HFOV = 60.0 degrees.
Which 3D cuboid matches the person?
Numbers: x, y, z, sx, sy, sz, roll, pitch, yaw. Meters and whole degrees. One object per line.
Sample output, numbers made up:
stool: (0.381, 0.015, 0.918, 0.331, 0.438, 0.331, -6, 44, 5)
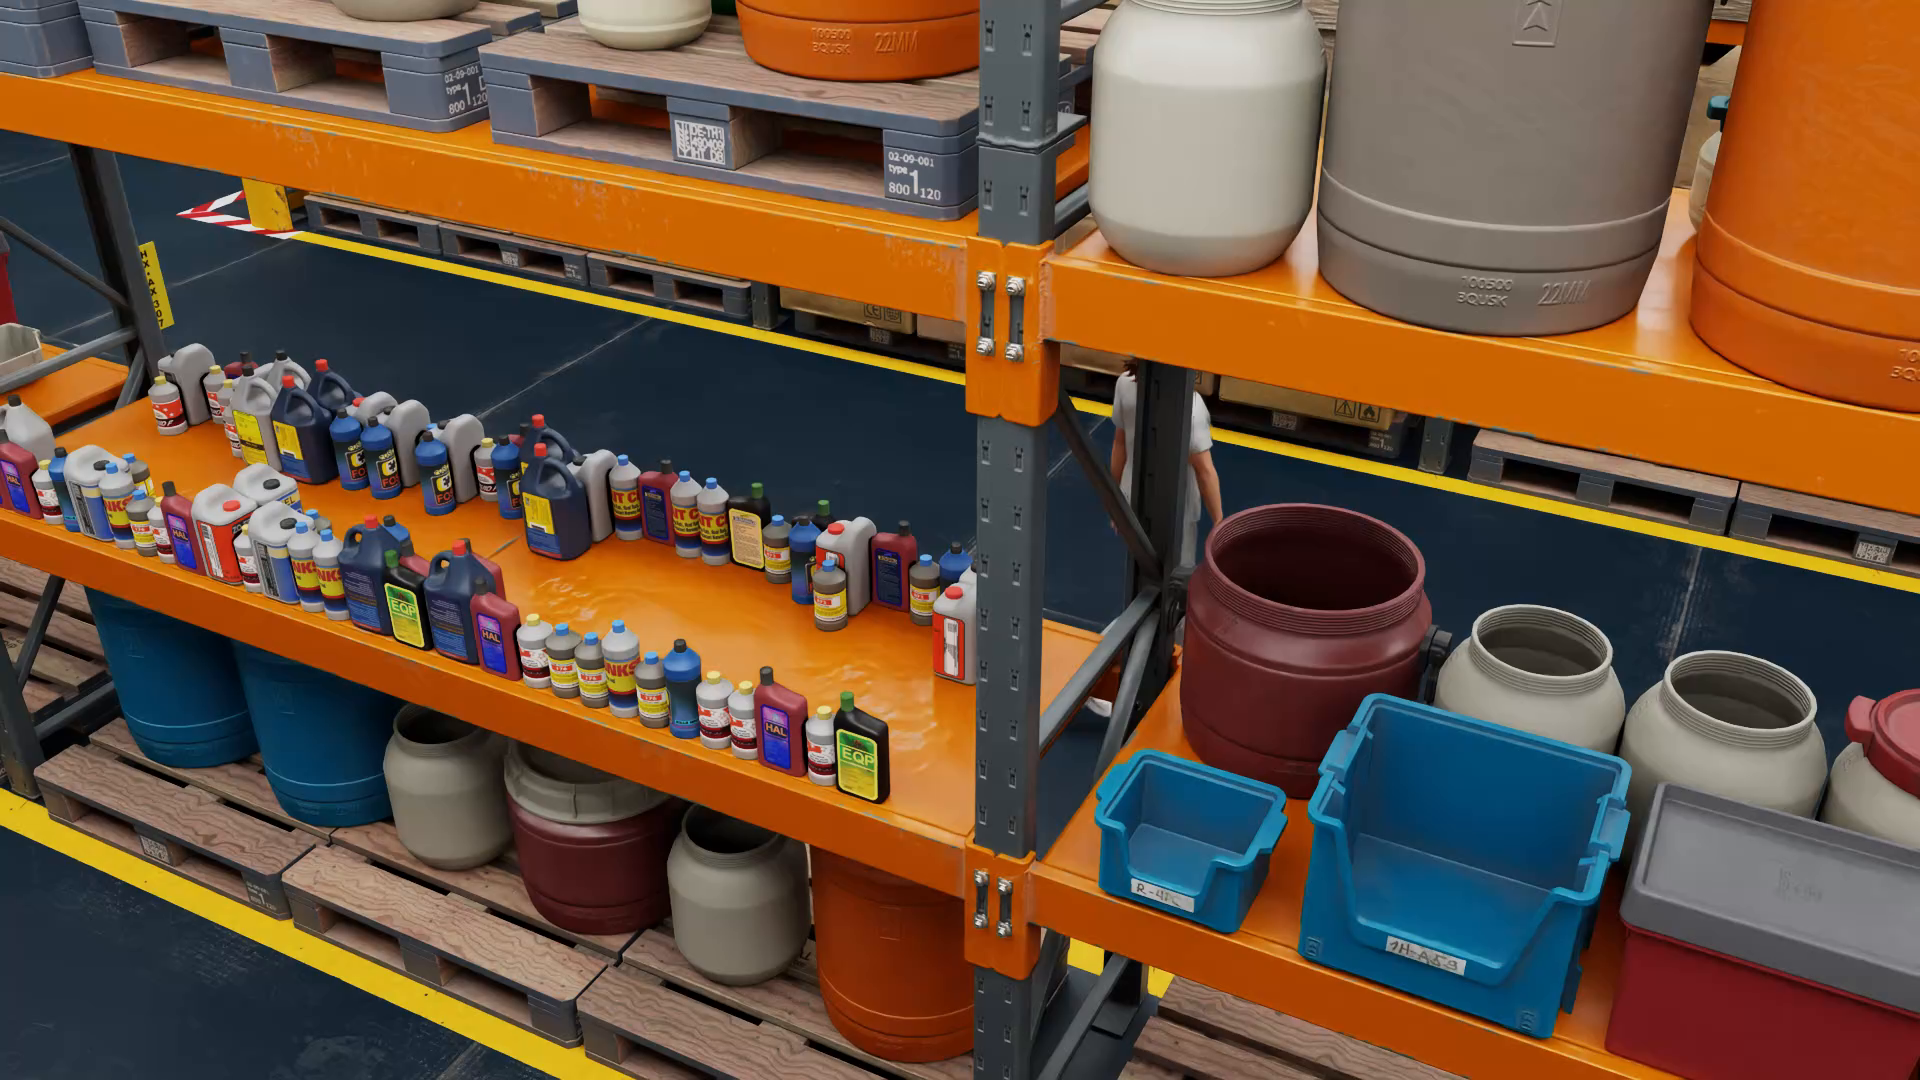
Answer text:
person: (0.741, -0.090, 6.281, 0.848, 1.656, 0.524, -17, 34, -27)
